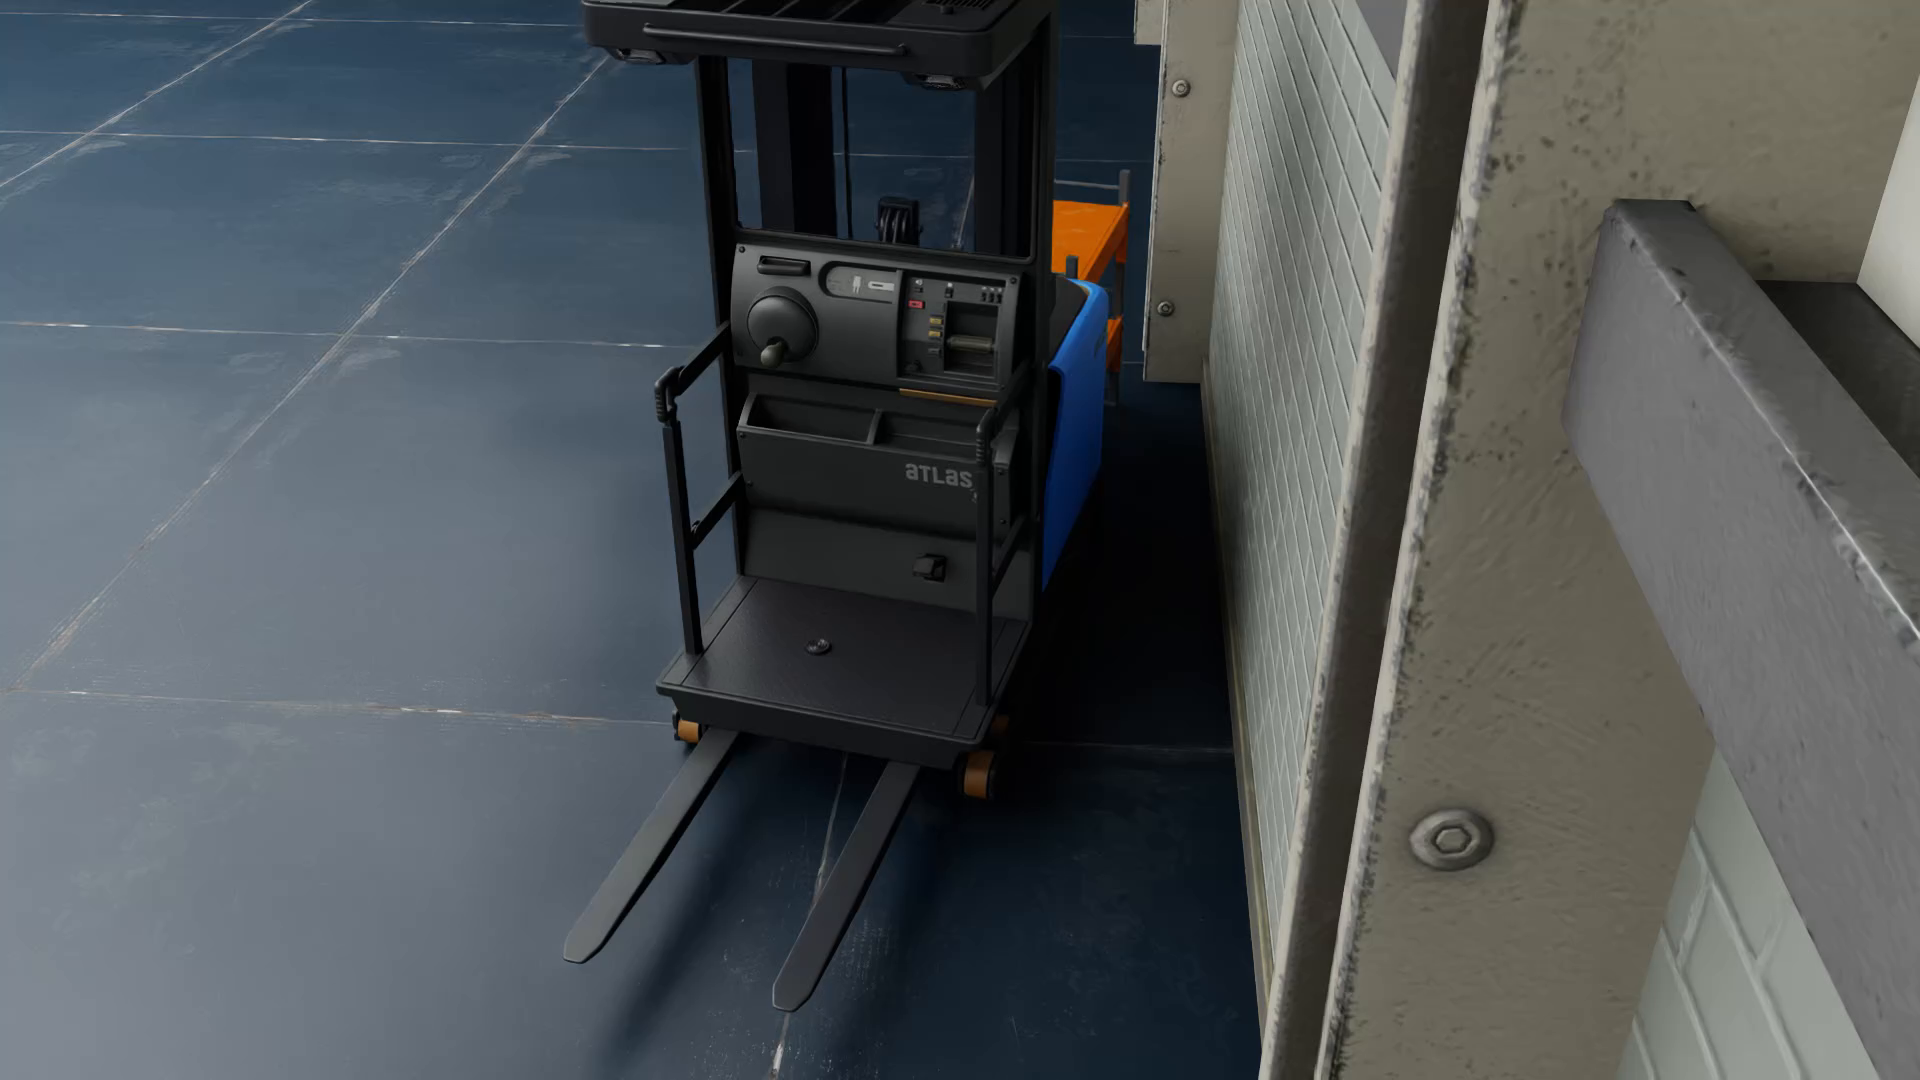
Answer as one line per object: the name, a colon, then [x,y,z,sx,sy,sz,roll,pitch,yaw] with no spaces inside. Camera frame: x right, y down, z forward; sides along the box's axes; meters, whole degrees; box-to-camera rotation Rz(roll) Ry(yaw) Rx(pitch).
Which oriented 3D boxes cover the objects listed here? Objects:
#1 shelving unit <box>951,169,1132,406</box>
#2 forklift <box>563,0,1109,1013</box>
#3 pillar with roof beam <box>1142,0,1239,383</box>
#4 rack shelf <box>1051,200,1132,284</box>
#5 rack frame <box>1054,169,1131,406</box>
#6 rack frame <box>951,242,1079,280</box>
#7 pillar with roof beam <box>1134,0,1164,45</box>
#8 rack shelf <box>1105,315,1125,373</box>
shelving unit: [0.354,-0.896,7.132,0.538,1.125,1.048,9,33,14]
forklift: [-0.327,-0.640,4.995,1.130,2.935,3.031,9,33,14]
pillar with roof beam: [-3.240,-4.875,6.083,9.100,9.000,0.400,2,32,4]
rack shelf: [0.354,-1.145,6.978,0.538,0.278,1.000,9,33,14]
rack frame: [0.497,-1.152,7.547,0.500,1.125,0.032,9,33,14]
rack frame: [0.211,-0.640,6.717,0.500,1.125,0.032,9,33,14]
pillar with roof beam: [-2.751,-8.012,11.174,9.100,9.000,0.400,2,32,4]
rack shelf: [0.354,-0.688,7.260,0.538,0.278,1.000,9,33,14]
